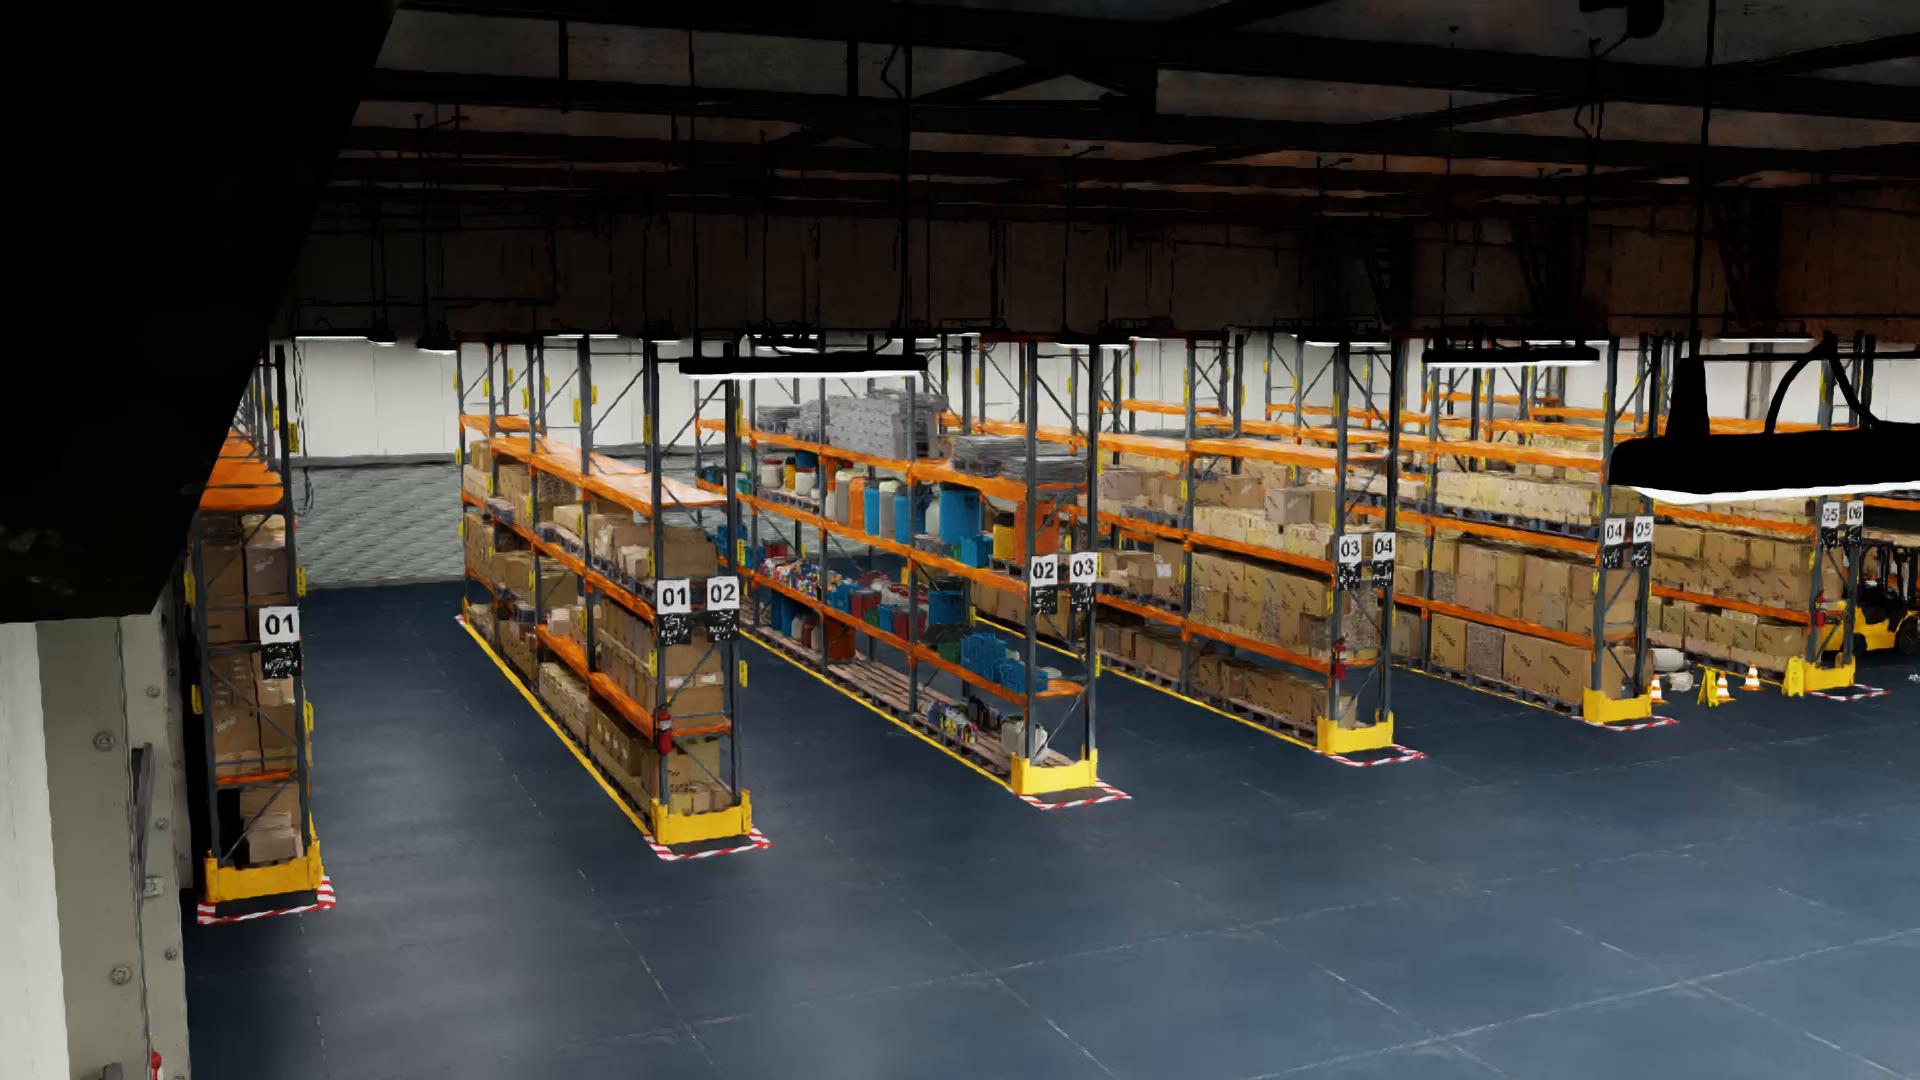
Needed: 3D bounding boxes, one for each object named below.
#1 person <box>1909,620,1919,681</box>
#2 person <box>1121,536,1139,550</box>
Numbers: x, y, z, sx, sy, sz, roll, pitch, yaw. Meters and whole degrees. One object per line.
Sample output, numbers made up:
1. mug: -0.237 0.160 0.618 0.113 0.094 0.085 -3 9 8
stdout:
1. person: 16.739 1.711 28.729 0.566 1.541 0.519 -4 9 -26
2. person: 4.308 -0.206 41.956 0.541 1.780 0.639 -5 9 -35
